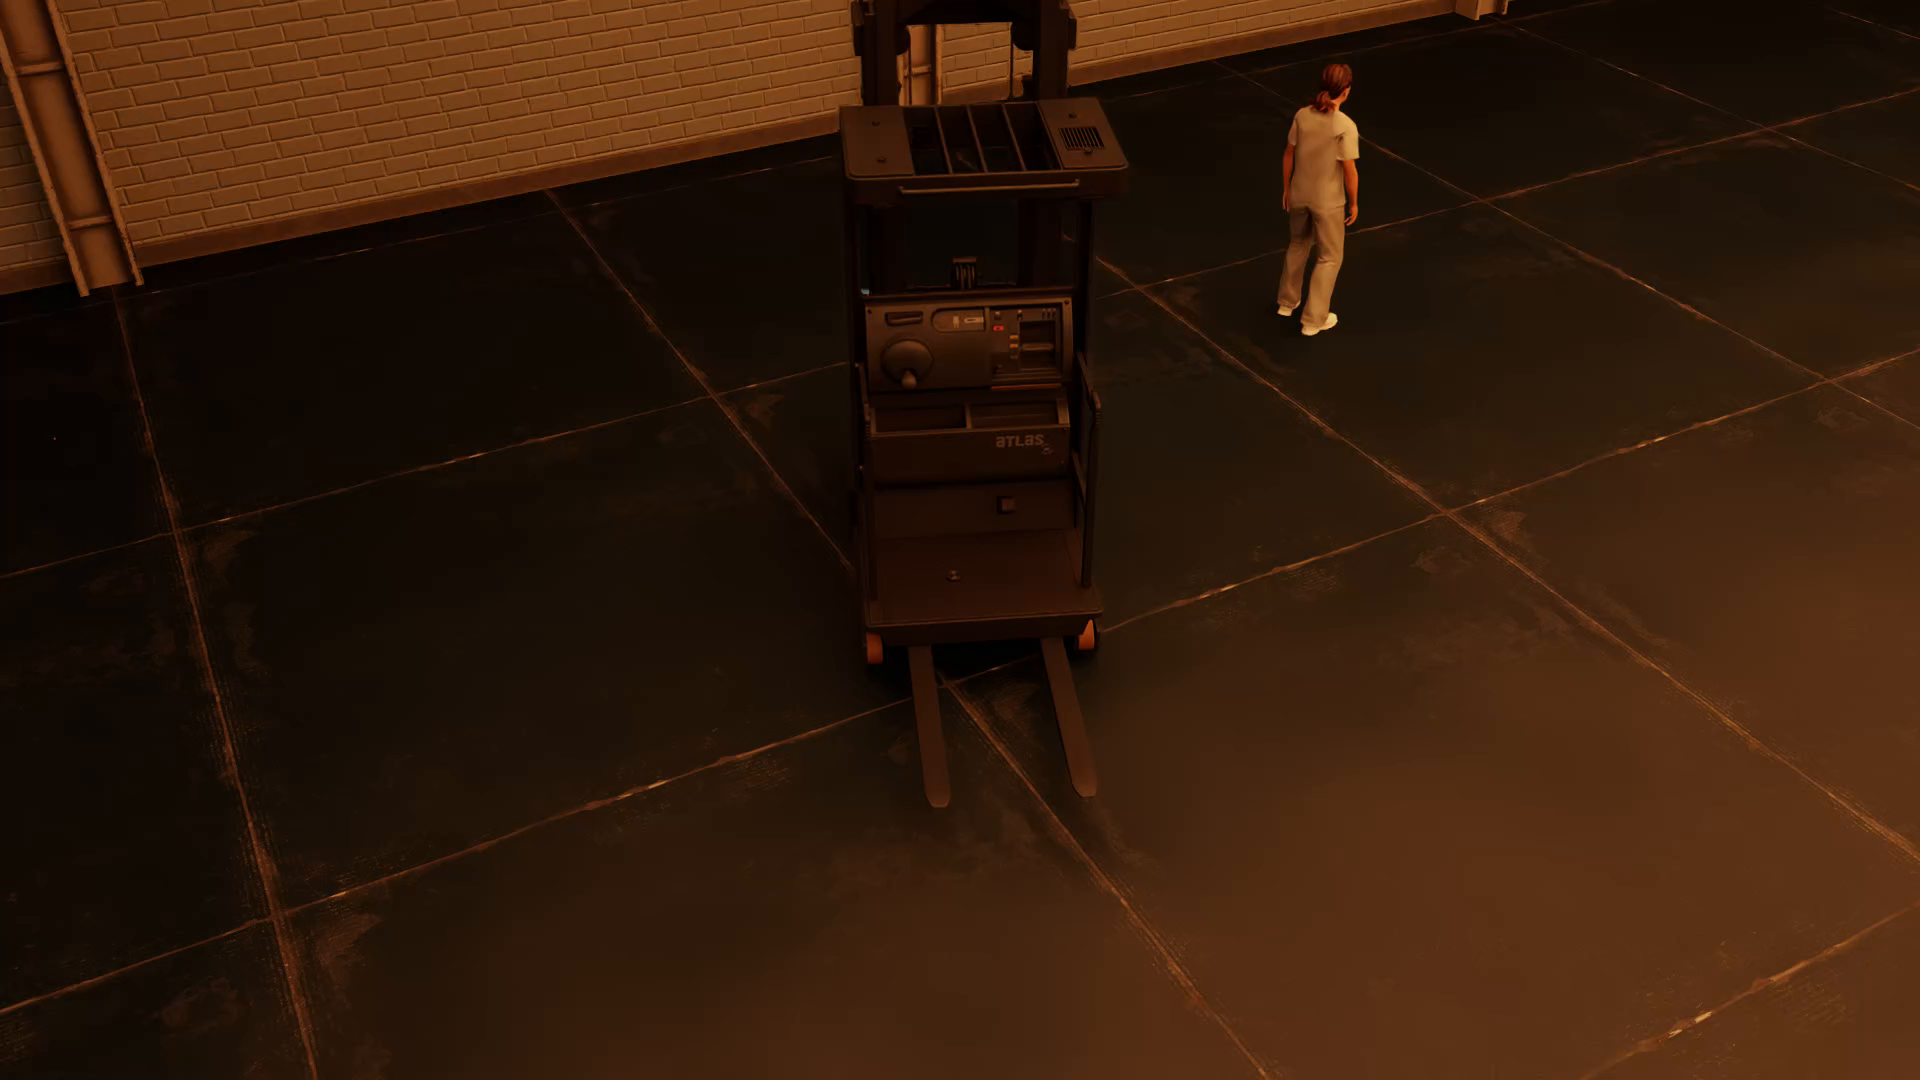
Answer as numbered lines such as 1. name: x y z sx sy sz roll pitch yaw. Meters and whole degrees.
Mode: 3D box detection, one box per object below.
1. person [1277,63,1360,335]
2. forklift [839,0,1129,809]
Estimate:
1. person: 2.221 -2.088 10.191 0.504 1.680 0.412 29 44 34
2. forklift: 0.066 -0.818 7.280 1.130 2.935 3.031 -3 35 -5
